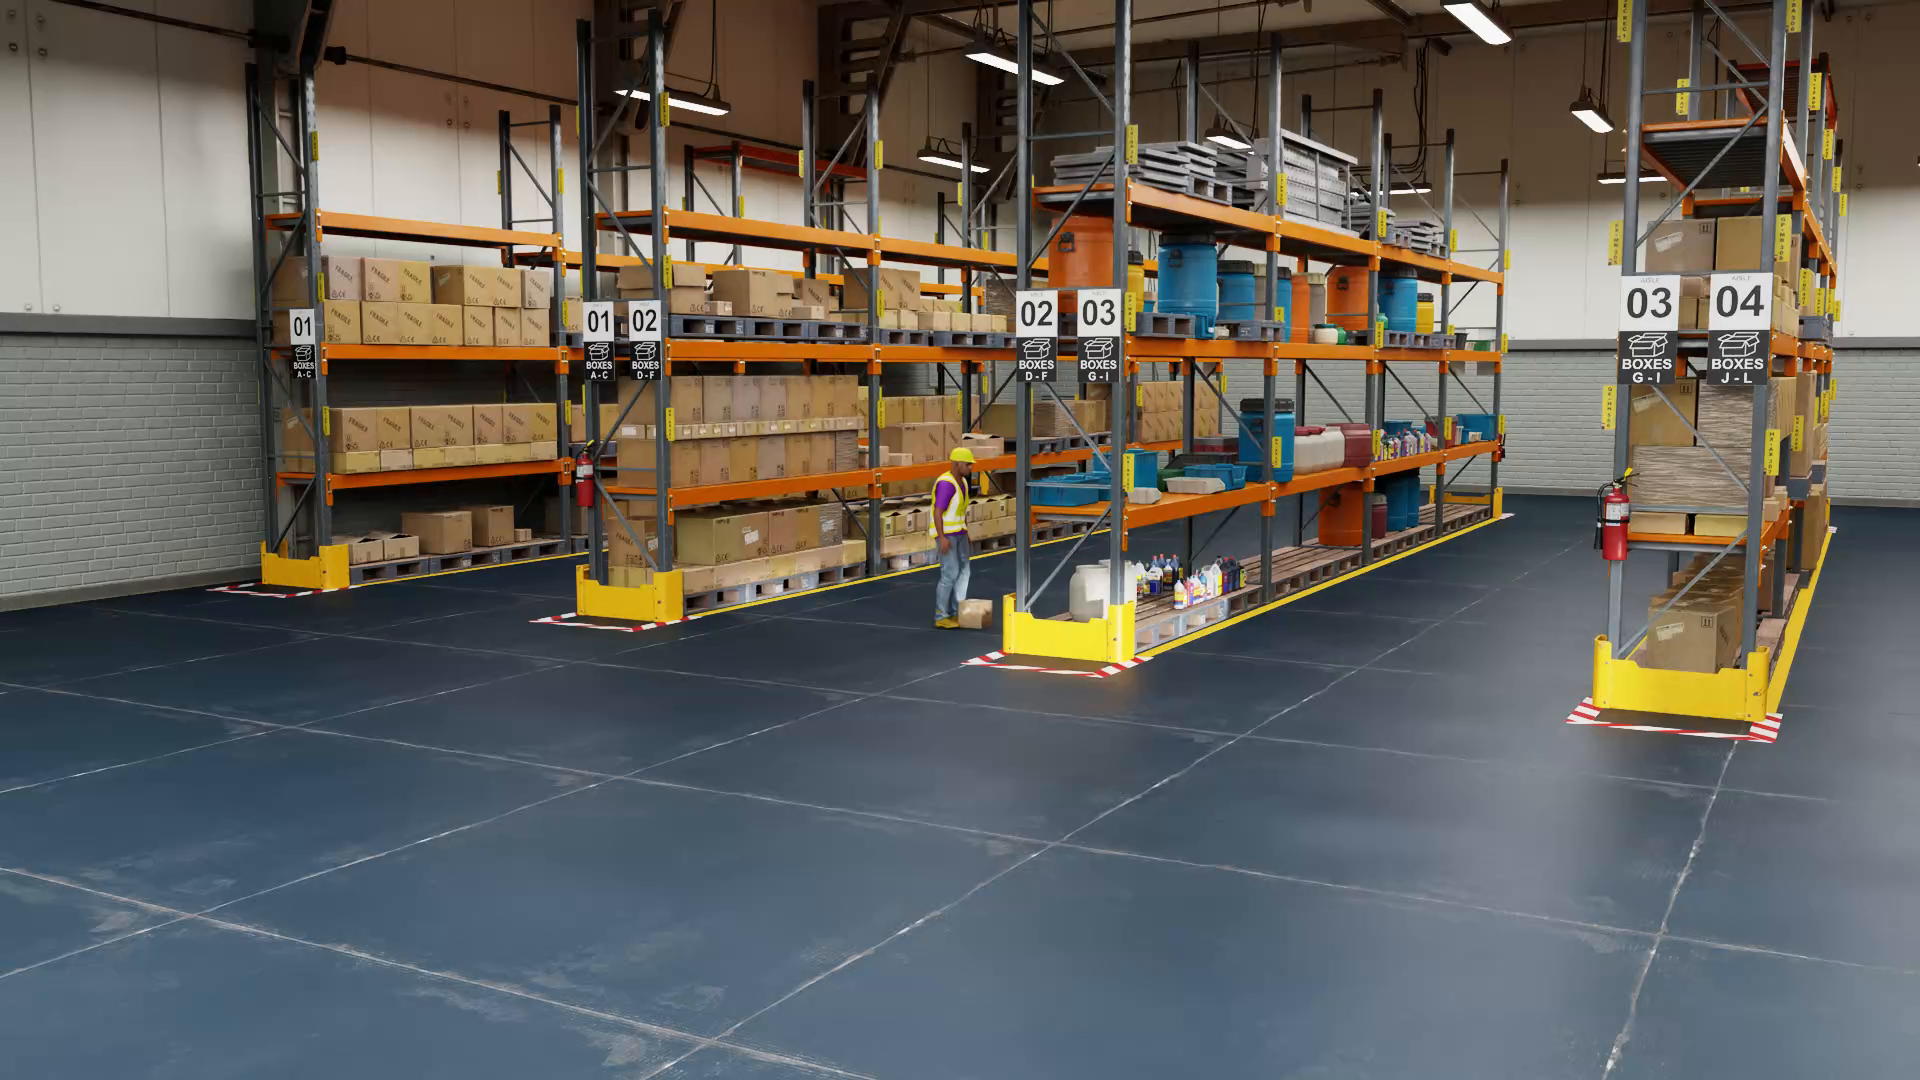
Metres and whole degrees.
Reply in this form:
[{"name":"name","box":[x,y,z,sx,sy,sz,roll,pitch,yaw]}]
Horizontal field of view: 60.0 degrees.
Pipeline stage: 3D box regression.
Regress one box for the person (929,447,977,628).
[{"name":"person","box":[-0.059,-0.032,16.377,0.461,1.756,0.626,3,7,28]}]
